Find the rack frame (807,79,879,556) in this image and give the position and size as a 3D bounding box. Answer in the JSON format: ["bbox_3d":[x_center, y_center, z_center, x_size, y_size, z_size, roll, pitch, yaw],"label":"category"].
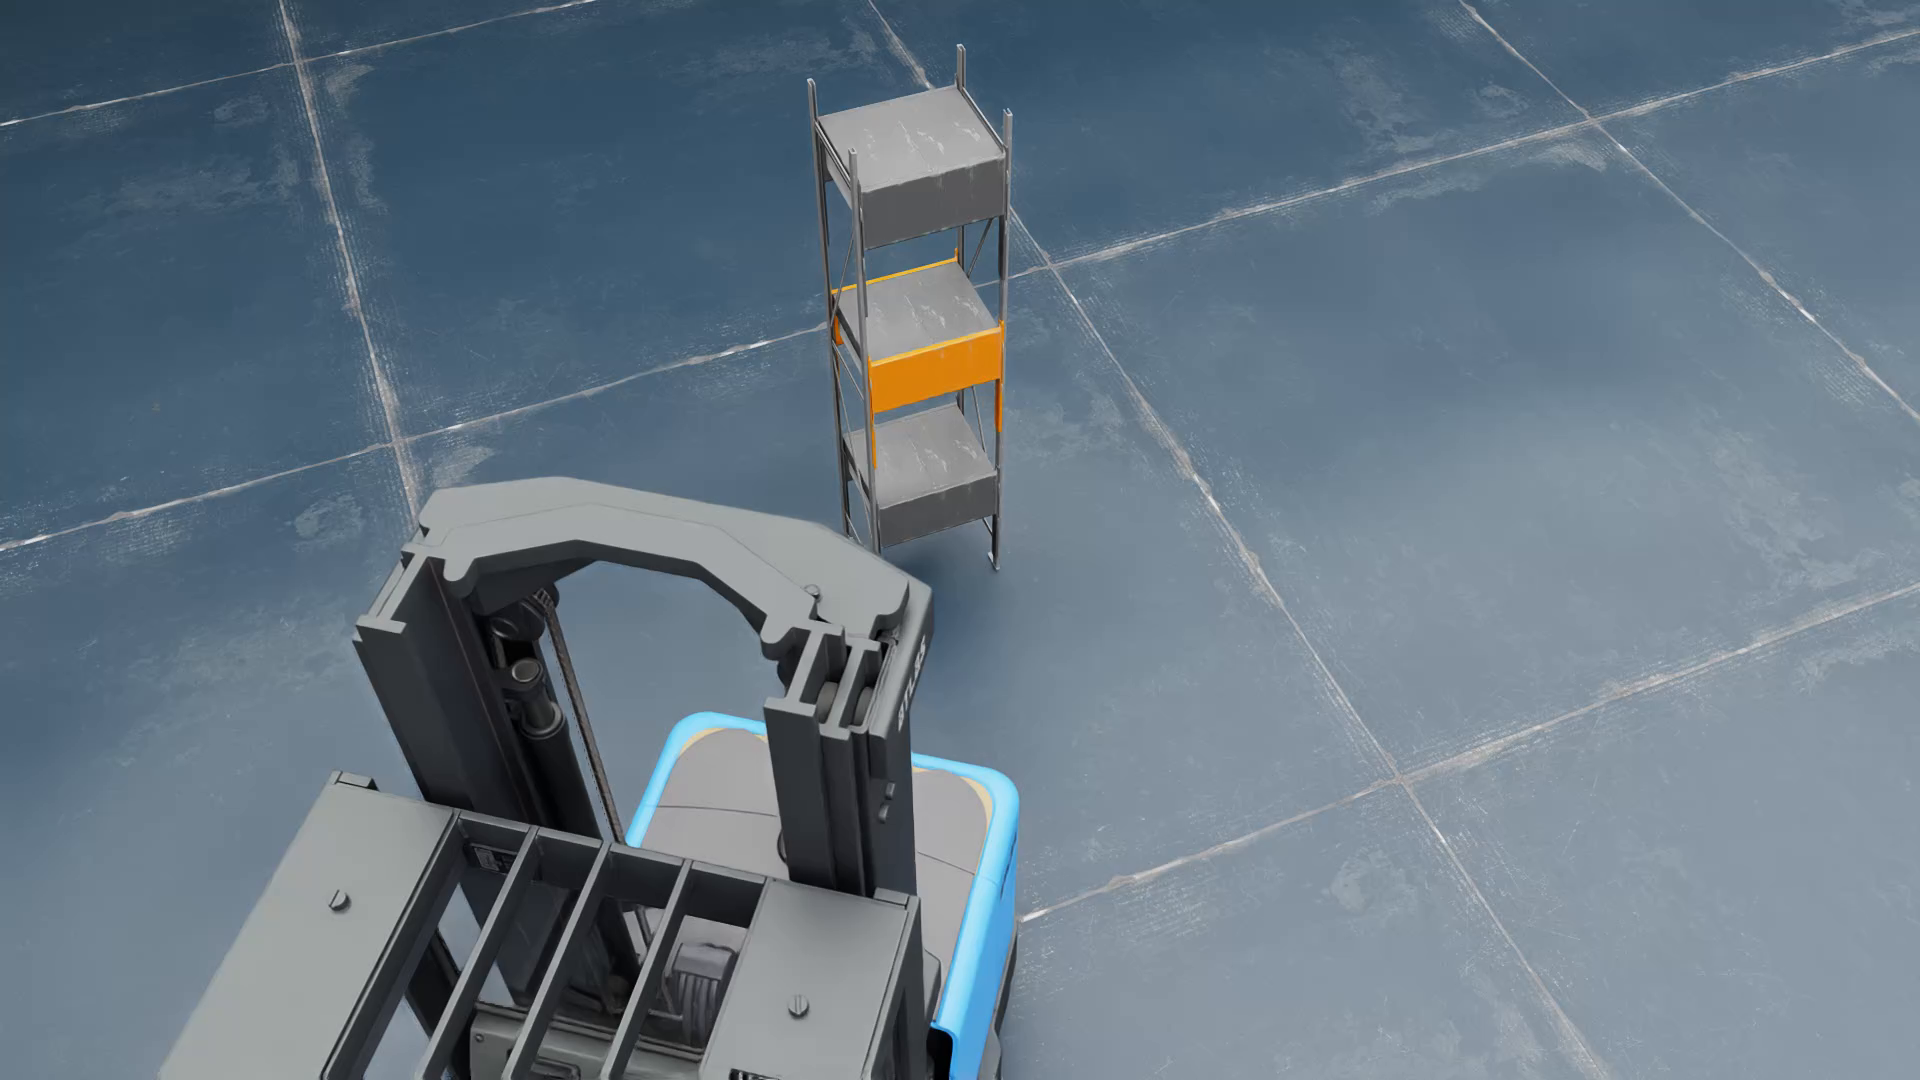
[{"bbox_3d":[-0.379,-0.567,5.693,0.015,2.100,0.400,-17,52,-14],"label":"rack frame"}]

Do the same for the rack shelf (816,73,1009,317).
[{"bbox_3d":[-0.153,-1.084,5.233,0.480,0.518,0.431,-17,52,-14],"label":"rack shelf"}]

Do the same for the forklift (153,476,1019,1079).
[{"bbox_3d":[-0.664,1.398,3.458,1.130,2.935,3.031,10,50,9],"label":"forklift"}]

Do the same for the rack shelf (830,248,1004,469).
[{"bbox_3d":[-0.153,-0.628,5.764,0.480,0.518,0.431,-17,52,-14],"label":"rack shelf"}]

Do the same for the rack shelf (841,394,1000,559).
[{"bbox_3d":[-0.153,-0.172,6.295,0.480,0.518,0.431,-17,52,-14],"label":"rack shelf"}]

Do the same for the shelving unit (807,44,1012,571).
[{"bbox_3d":[-0.153,-0.637,5.753,0.503,2.100,0.431,-17,52,-14],"label":"shelving unit"}]

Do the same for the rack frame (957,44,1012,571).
[{"bbox_3d":[0.073,-0.707,5.814,0.015,2.100,0.400,-17,52,-14],"label":"rack frame"}]
